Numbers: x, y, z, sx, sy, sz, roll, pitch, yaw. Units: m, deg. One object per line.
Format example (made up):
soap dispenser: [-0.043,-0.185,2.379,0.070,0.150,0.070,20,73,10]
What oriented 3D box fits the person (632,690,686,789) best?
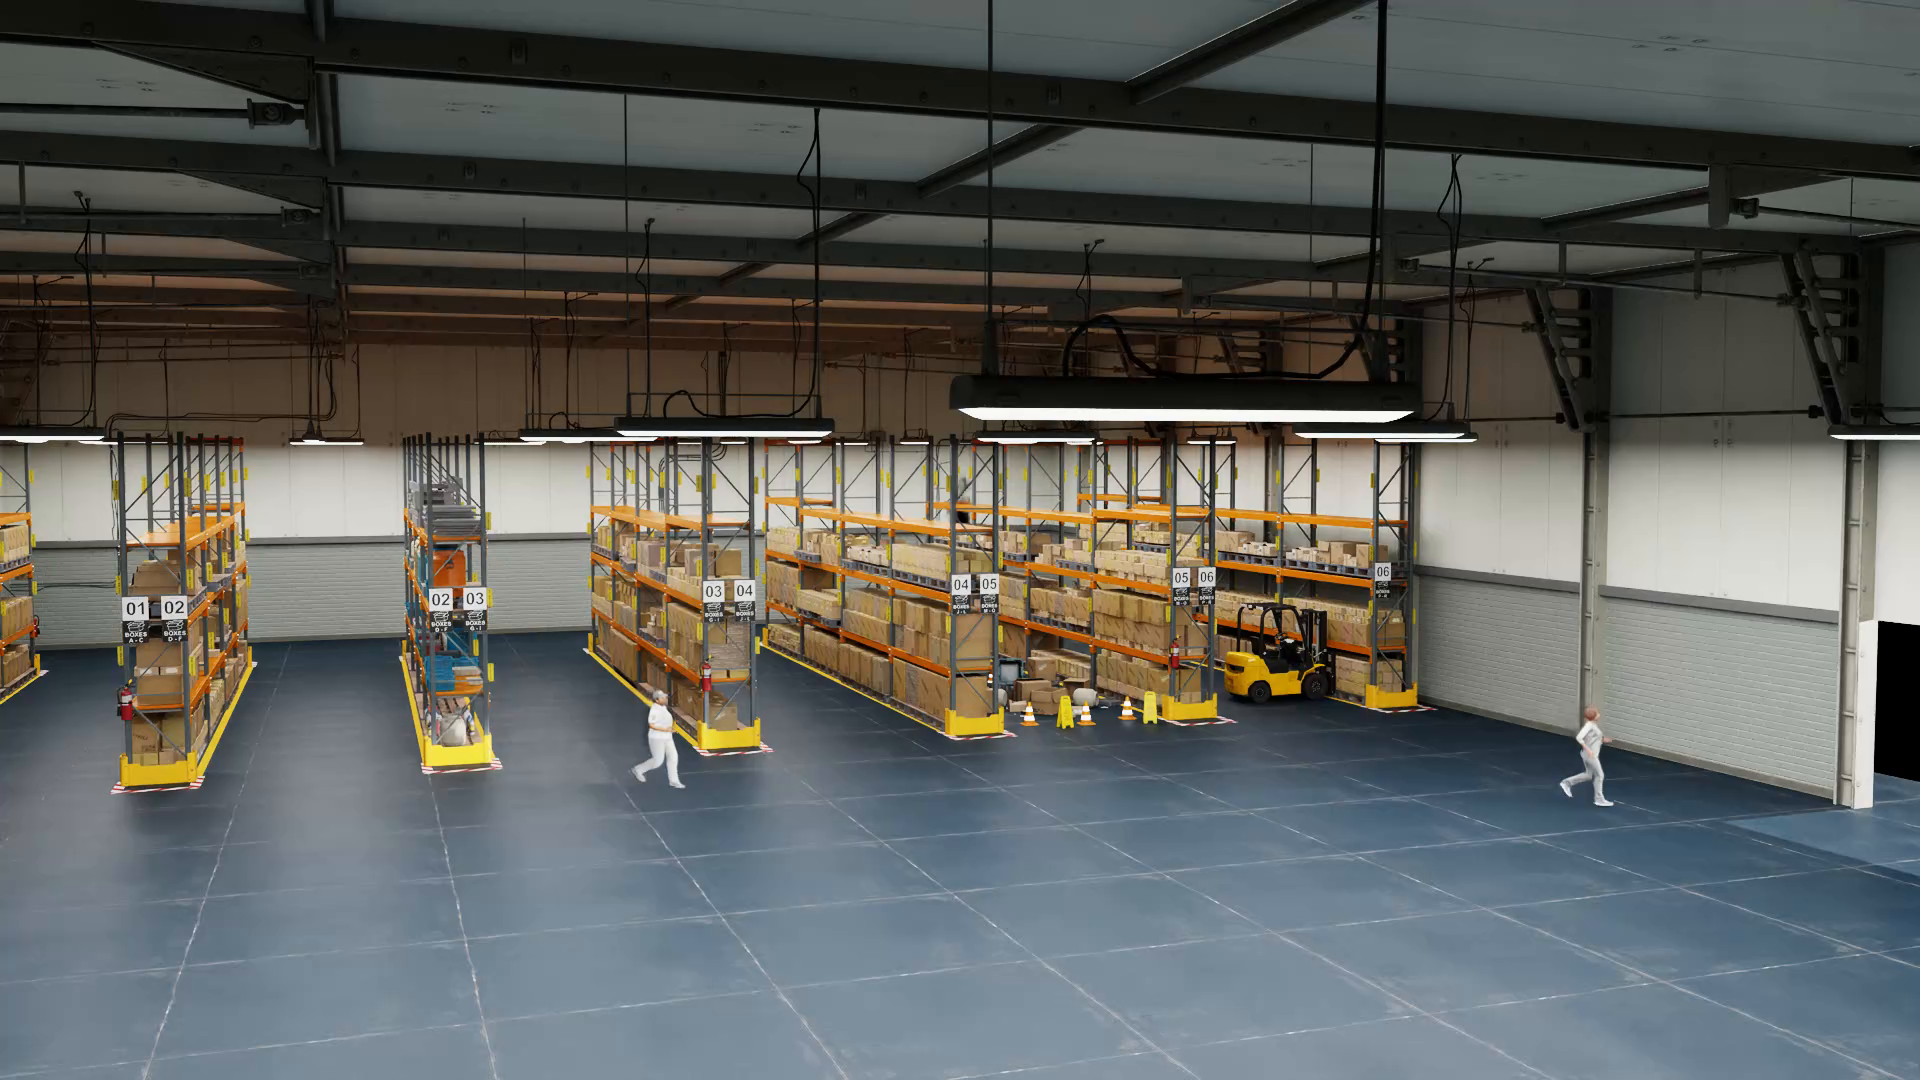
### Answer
person: [-5.062,3.356,27.975,0.912,1.669,0.619,1,3,12]

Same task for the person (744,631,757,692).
person: [-5.055,2.696,39.386,0.562,1.682,0.885,-2,4,-27]

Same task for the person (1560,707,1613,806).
person: [10.020,3.446,26.564,0.804,1.576,0.538,1,3,23]
